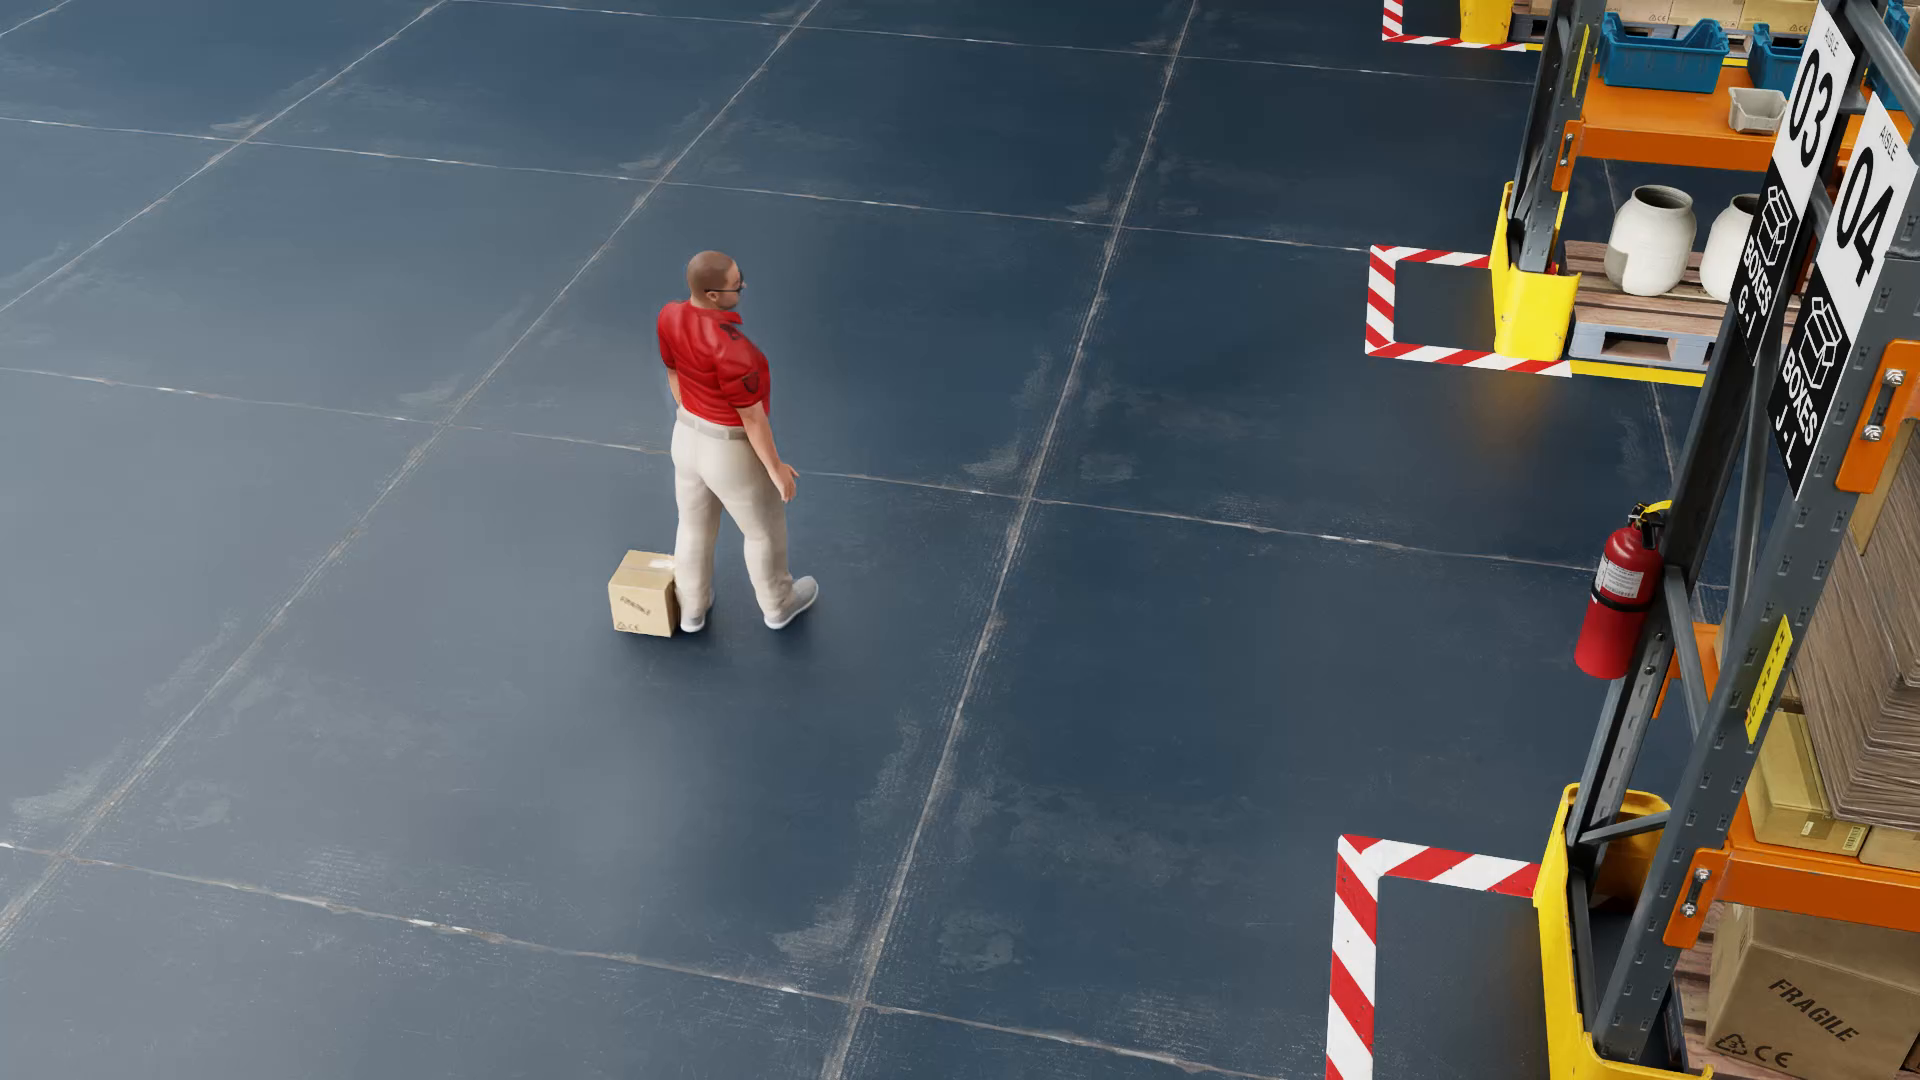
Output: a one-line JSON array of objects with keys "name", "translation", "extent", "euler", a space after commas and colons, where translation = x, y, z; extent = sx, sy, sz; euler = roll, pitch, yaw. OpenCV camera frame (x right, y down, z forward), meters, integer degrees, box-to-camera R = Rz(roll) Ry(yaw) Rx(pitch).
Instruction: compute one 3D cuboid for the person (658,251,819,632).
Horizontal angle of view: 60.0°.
[{"name": "person", "translation": [-0.891, -0.380, 6.641], "extent": [0.623, 1.725, 0.575], "euler": [26, 44, 31]}]
